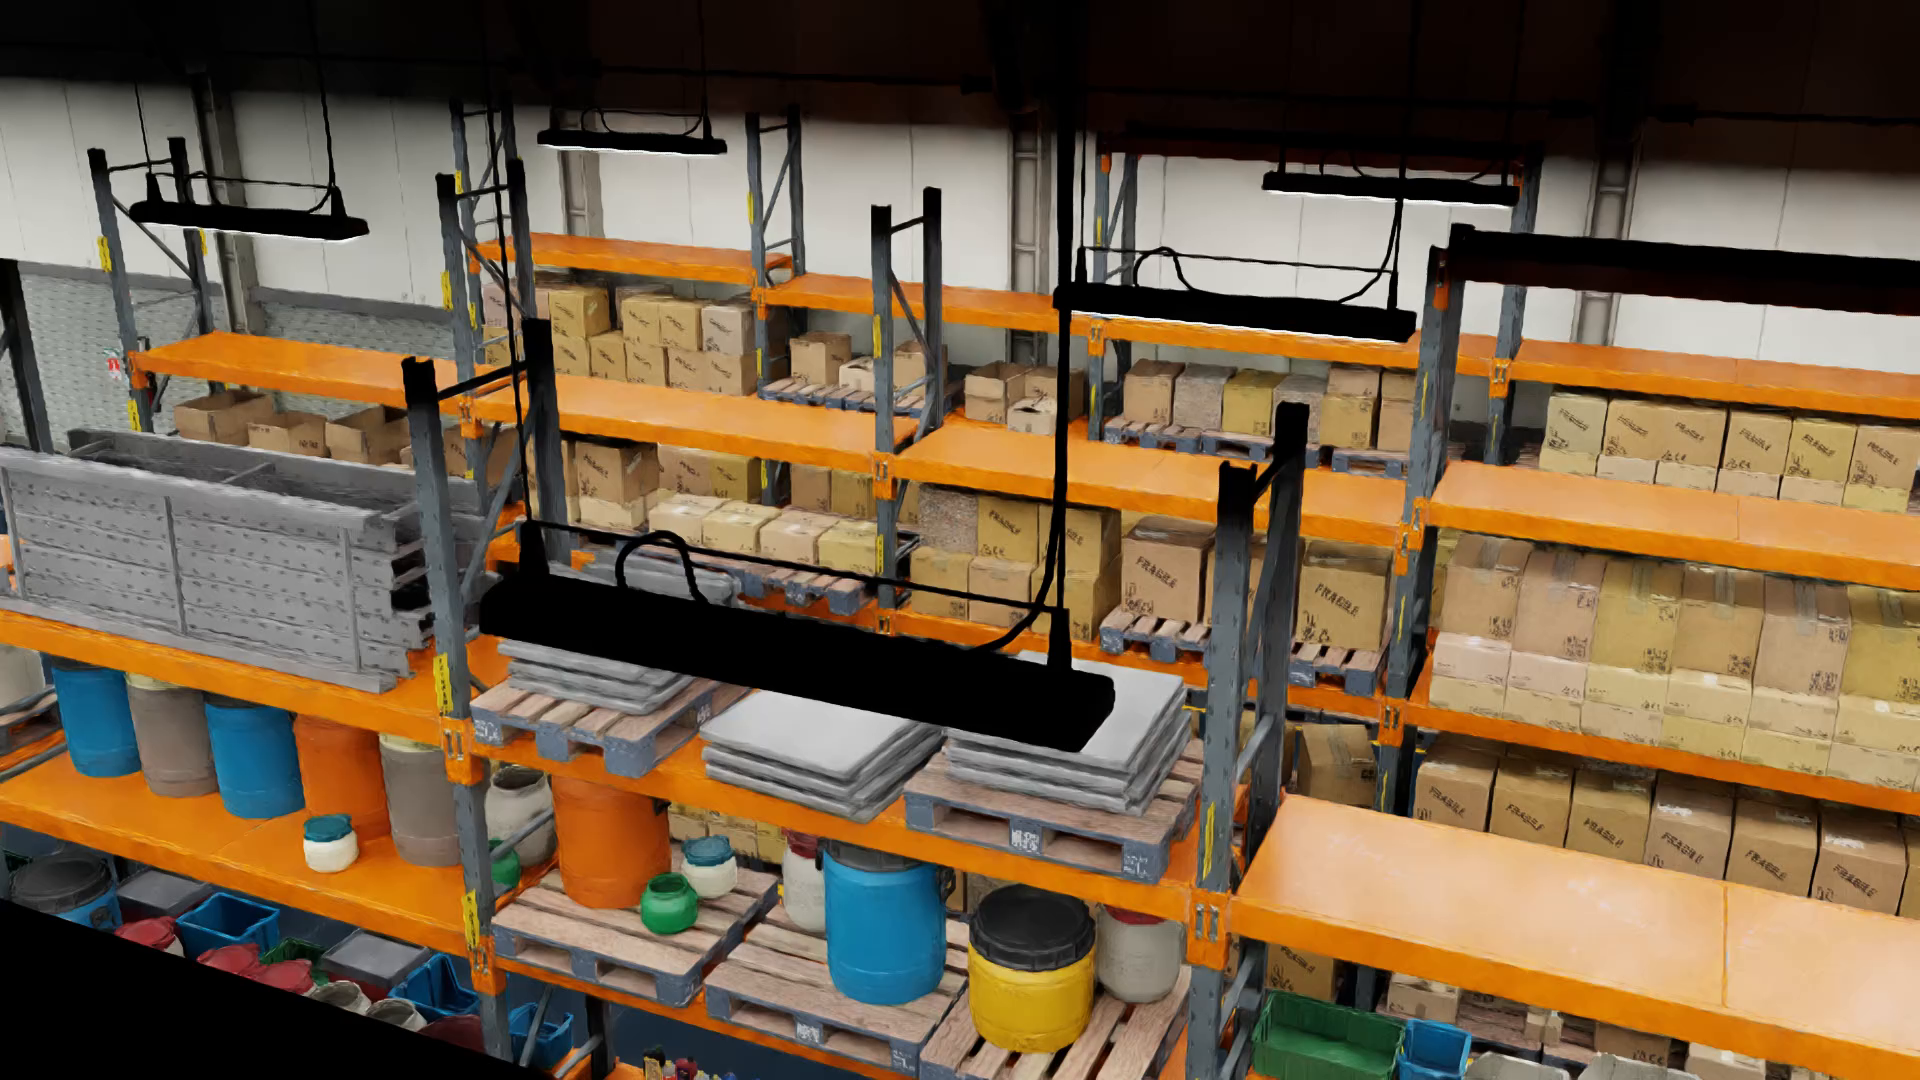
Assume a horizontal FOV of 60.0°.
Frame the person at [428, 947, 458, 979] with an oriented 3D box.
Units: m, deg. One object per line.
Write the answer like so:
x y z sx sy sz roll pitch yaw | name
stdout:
-3.600 3.401 11.371 0.940 1.578 0.508 19 28 41 | person
